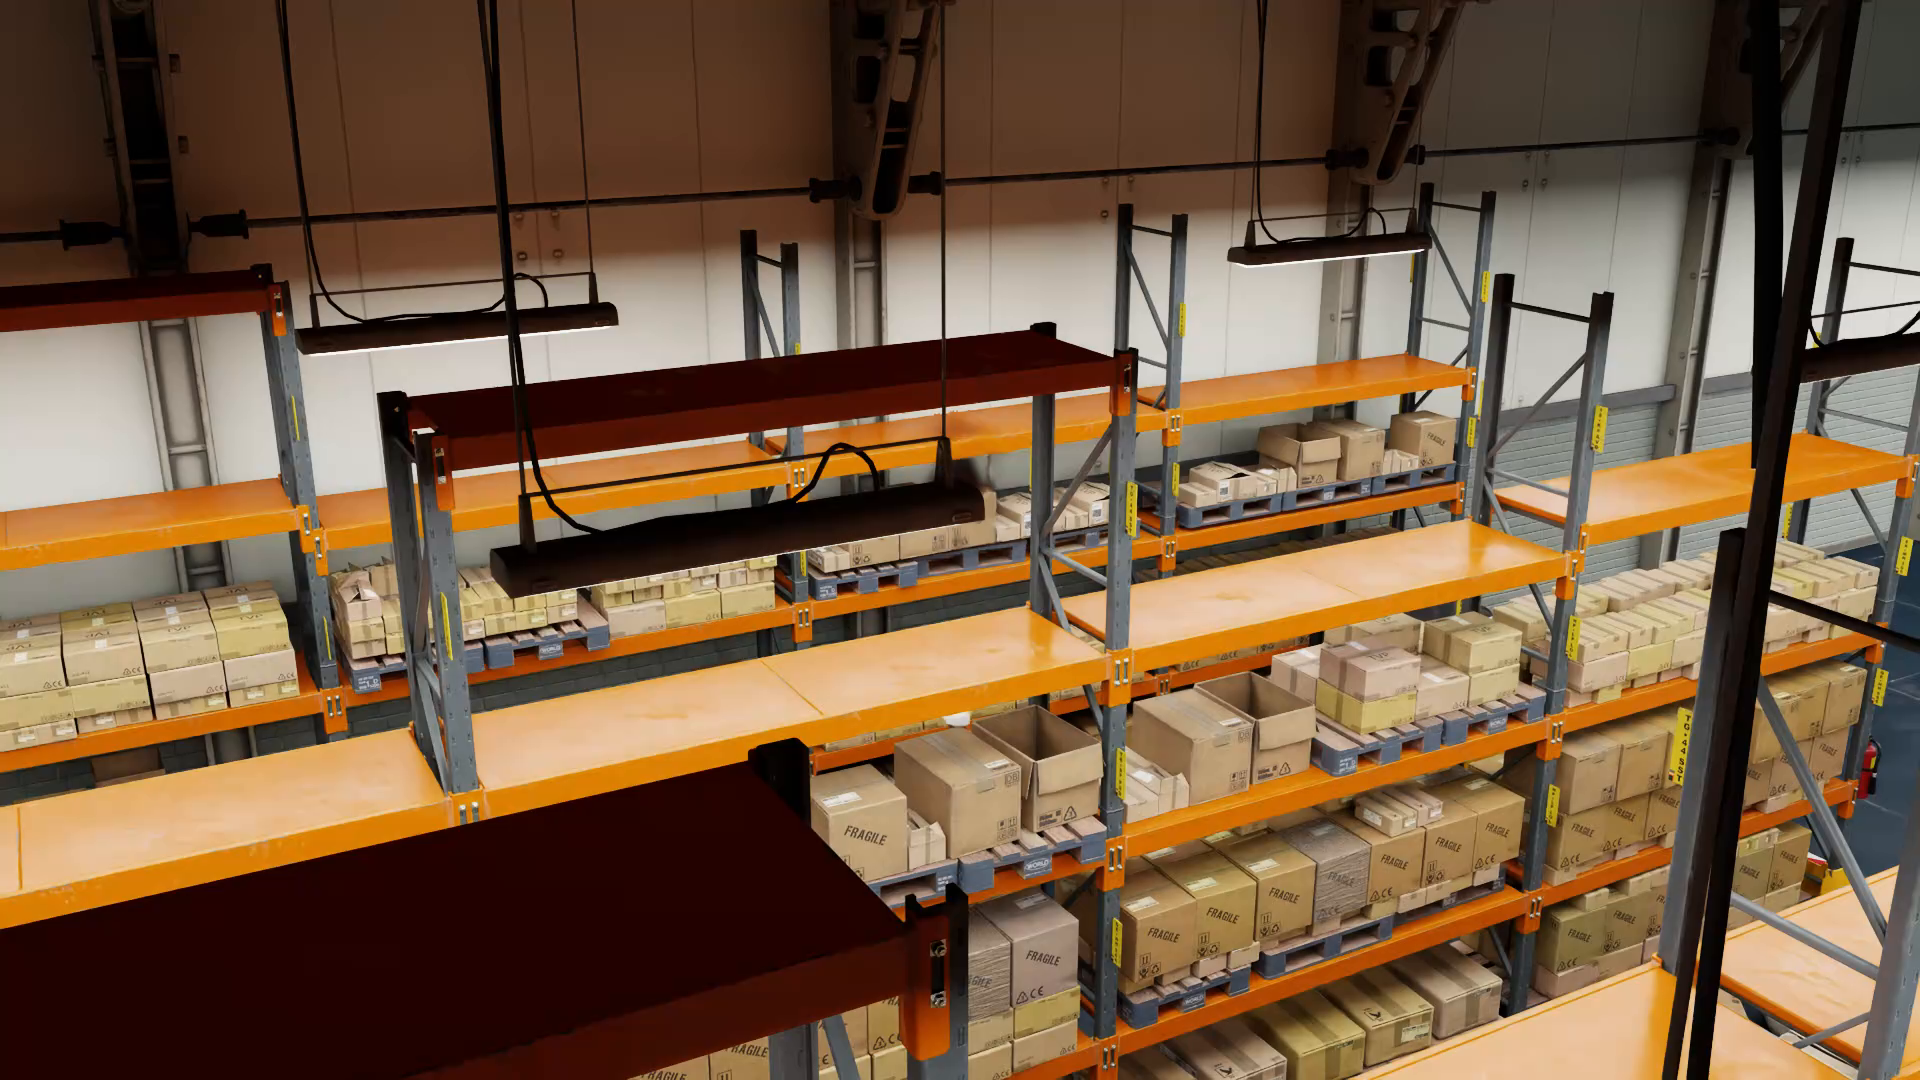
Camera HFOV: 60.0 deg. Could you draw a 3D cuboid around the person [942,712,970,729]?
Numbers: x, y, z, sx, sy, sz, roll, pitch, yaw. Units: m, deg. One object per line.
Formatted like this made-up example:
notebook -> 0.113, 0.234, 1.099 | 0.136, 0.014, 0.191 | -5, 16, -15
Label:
person -> -0.028, 2.292, 14.804 | 0.416, 1.770, 0.630 | 11, 21, 30
